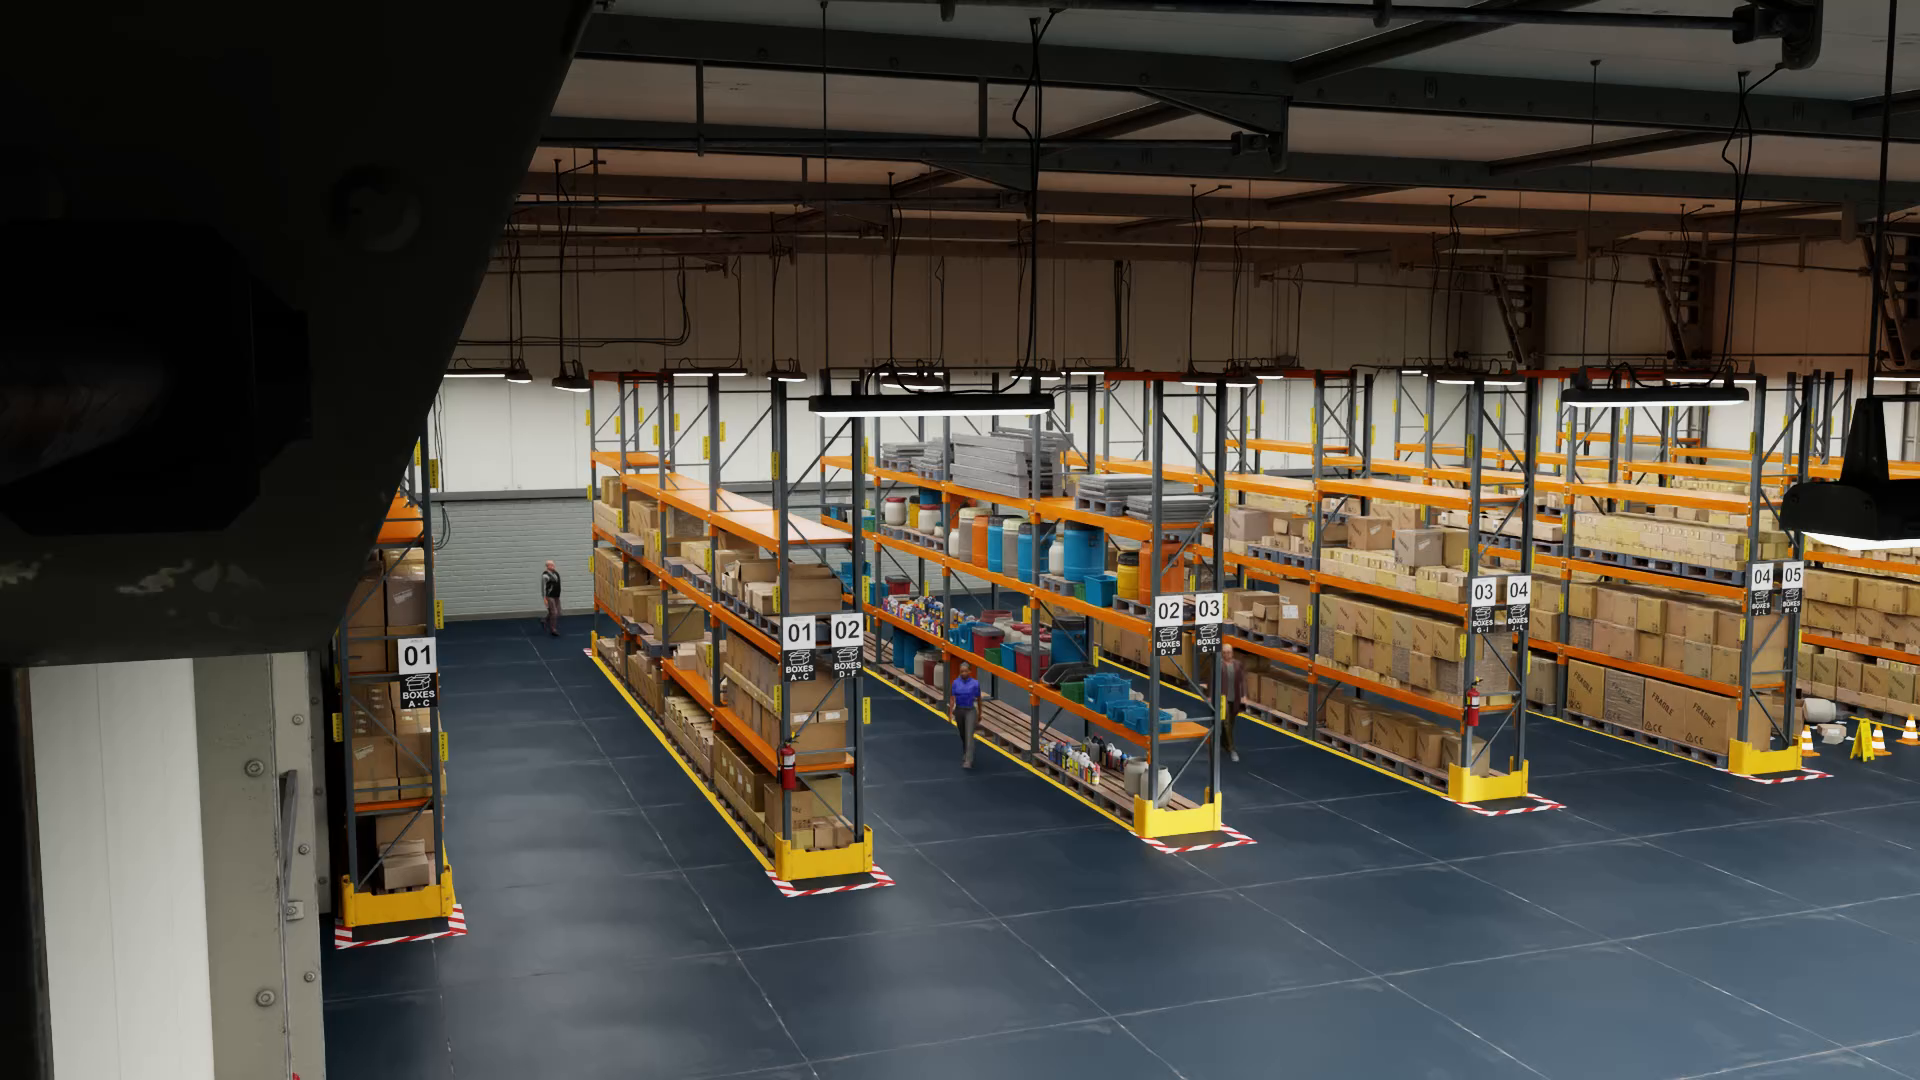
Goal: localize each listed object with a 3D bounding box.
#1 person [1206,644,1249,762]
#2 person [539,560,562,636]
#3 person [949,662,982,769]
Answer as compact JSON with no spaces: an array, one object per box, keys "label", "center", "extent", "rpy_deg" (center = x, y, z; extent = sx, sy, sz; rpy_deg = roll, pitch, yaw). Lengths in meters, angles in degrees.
[{"label":"person","center":[4.247,2.536,26.229],"extent":[0.608,1.796,0.866],"rpy_deg":[-2,7,-15]},{"label":"person","center":[-9.228,1.296,37.406],"extent":[0.674,1.707,0.546],"rpy_deg":[2,7,21]},{"label":"person","center":[0.093,2.670,25.550],"extent":[0.502,1.585,1.066],"rpy_deg":[3,7,23]}]
